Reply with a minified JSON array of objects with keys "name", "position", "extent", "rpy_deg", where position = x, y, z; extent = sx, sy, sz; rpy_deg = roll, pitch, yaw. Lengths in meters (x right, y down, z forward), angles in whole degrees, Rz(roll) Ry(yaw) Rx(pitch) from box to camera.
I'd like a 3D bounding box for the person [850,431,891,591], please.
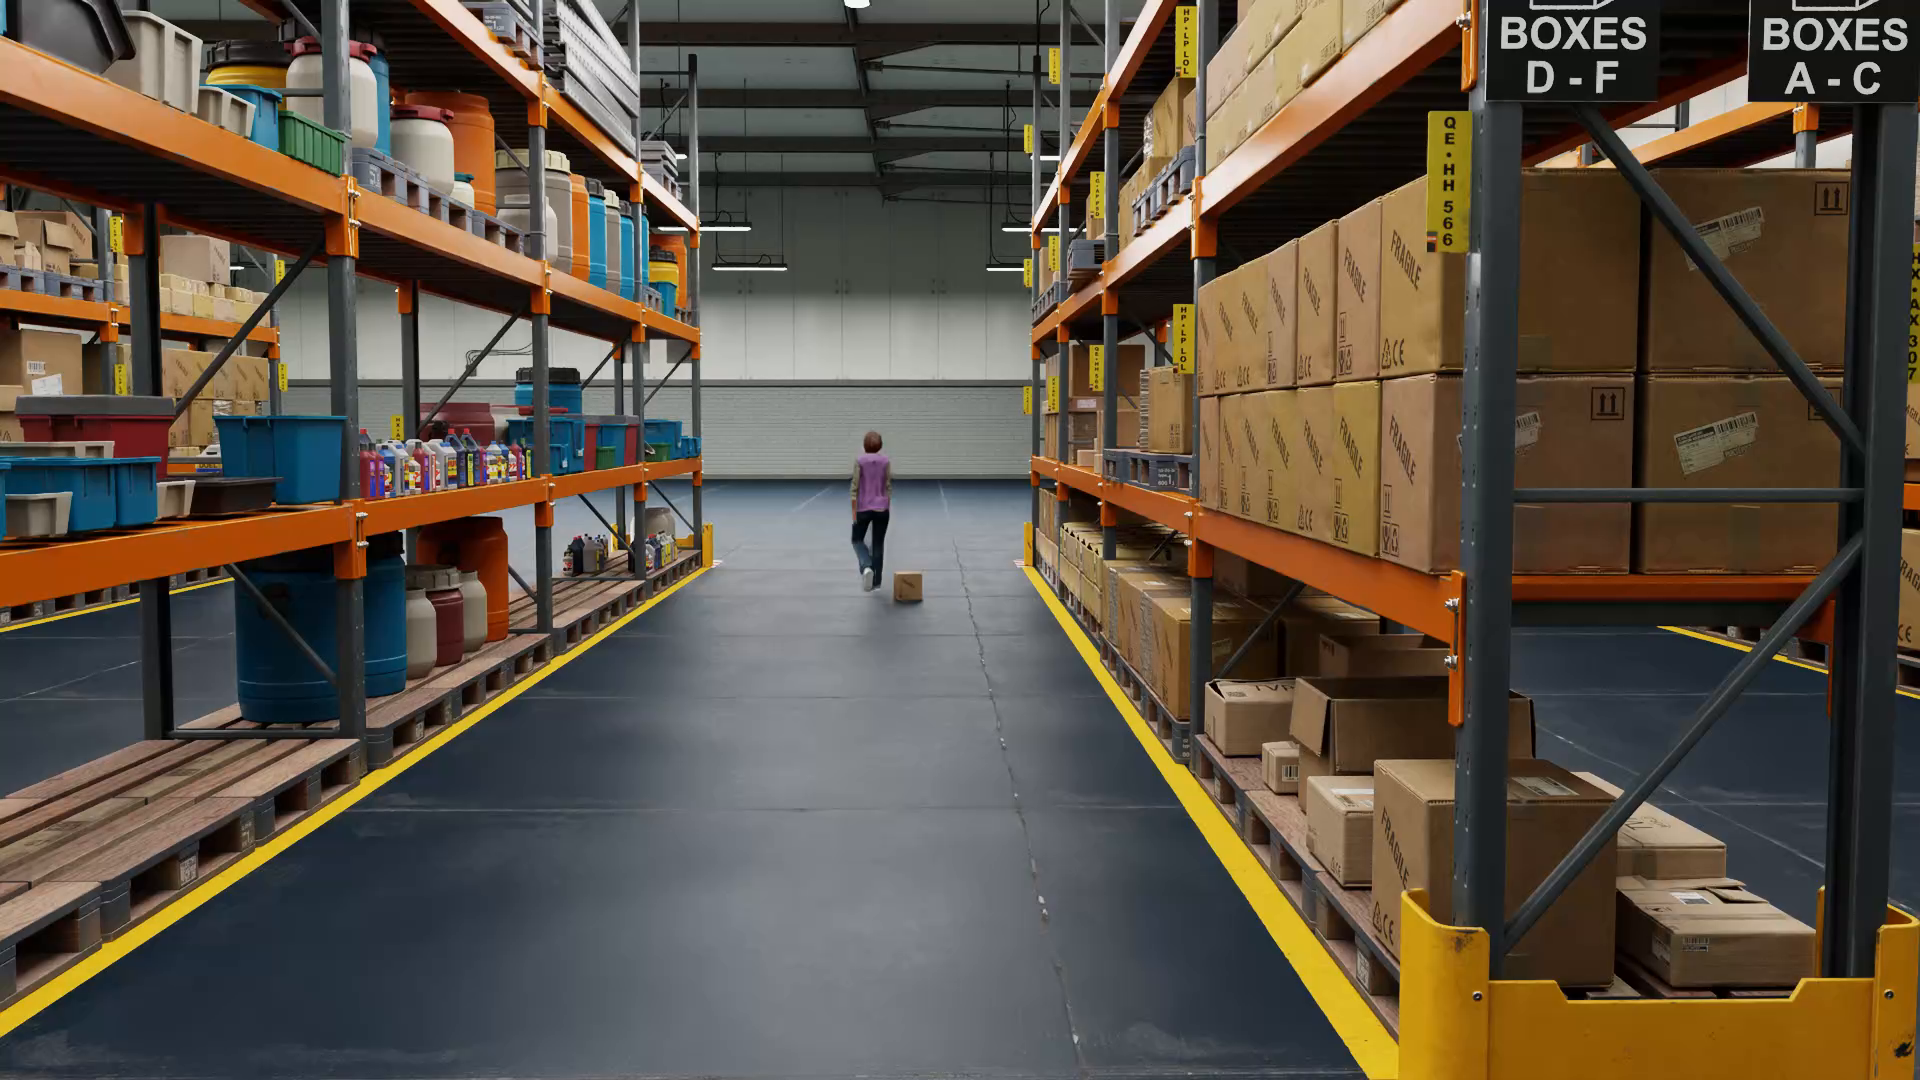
[{"name":"person","position":[-0.877,-0.280,16.385],"extent":[0.432,1.590,0.433],"rpy_deg":[-1,4,-15]}]
